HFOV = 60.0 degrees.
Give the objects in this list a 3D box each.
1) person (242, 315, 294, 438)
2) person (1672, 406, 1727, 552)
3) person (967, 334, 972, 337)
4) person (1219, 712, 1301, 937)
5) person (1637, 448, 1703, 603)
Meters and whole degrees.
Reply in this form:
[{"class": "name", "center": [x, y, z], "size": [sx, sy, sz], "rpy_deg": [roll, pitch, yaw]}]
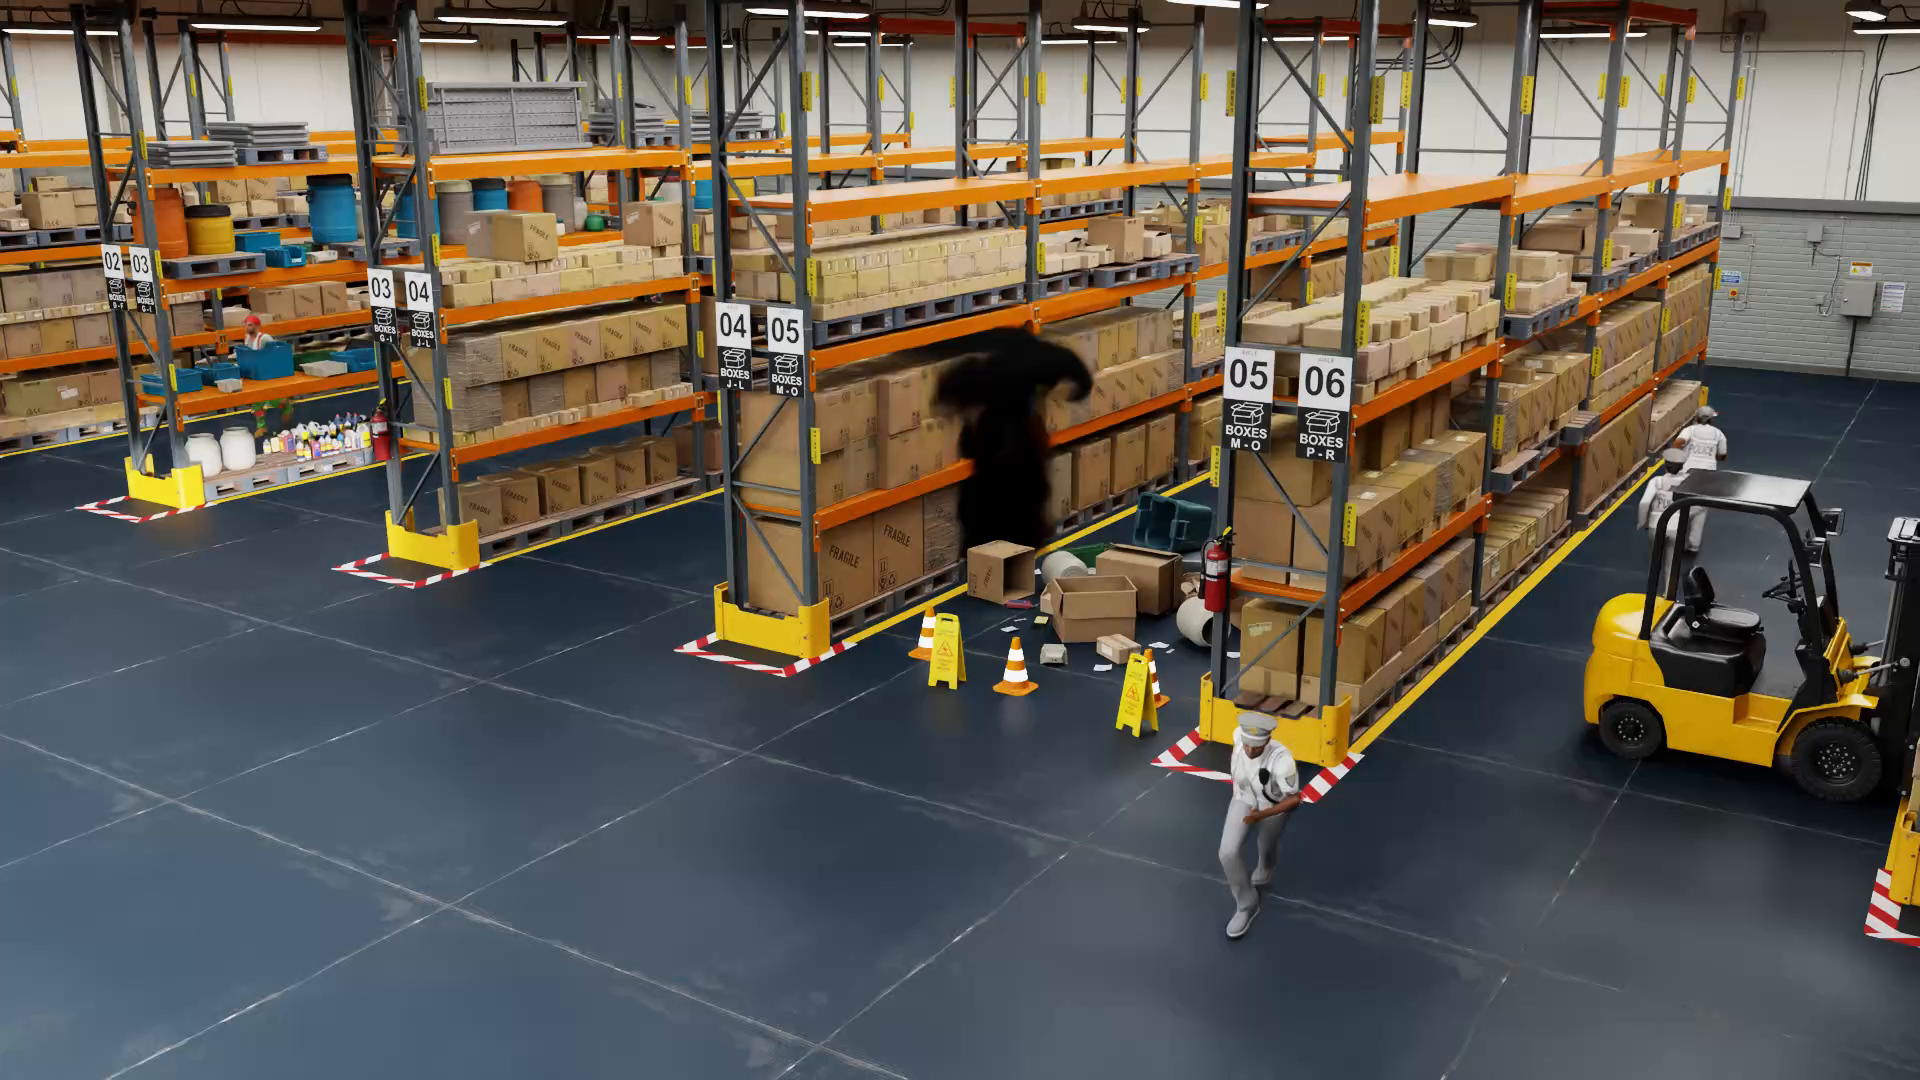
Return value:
[{"class": "person", "center": [-10.332, -2.471, 24.809], "size": [0.659, 1.803, 0.822], "rpy_deg": [7, 17, 23]}, {"class": "person", "center": [8.284, -0.686, 18.744], "size": [0.598, 1.616, 0.930], "rpy_deg": [7, 17, 23]}, {"class": "person", "center": [0.173, -2.342, 24.231], "size": [0.540, 1.606, 0.733], "rpy_deg": [10, 18, 32]}, {"class": "person", "center": [1.921, 1.668, 10.410], "size": [0.540, 1.468, 1.053], "rpy_deg": [8, 17, 25]}, {"class": "person", "center": [6.961, -0.041, 16.329], "size": [0.589, 1.650, 0.829], "rpy_deg": [5, 16, 18]}]
